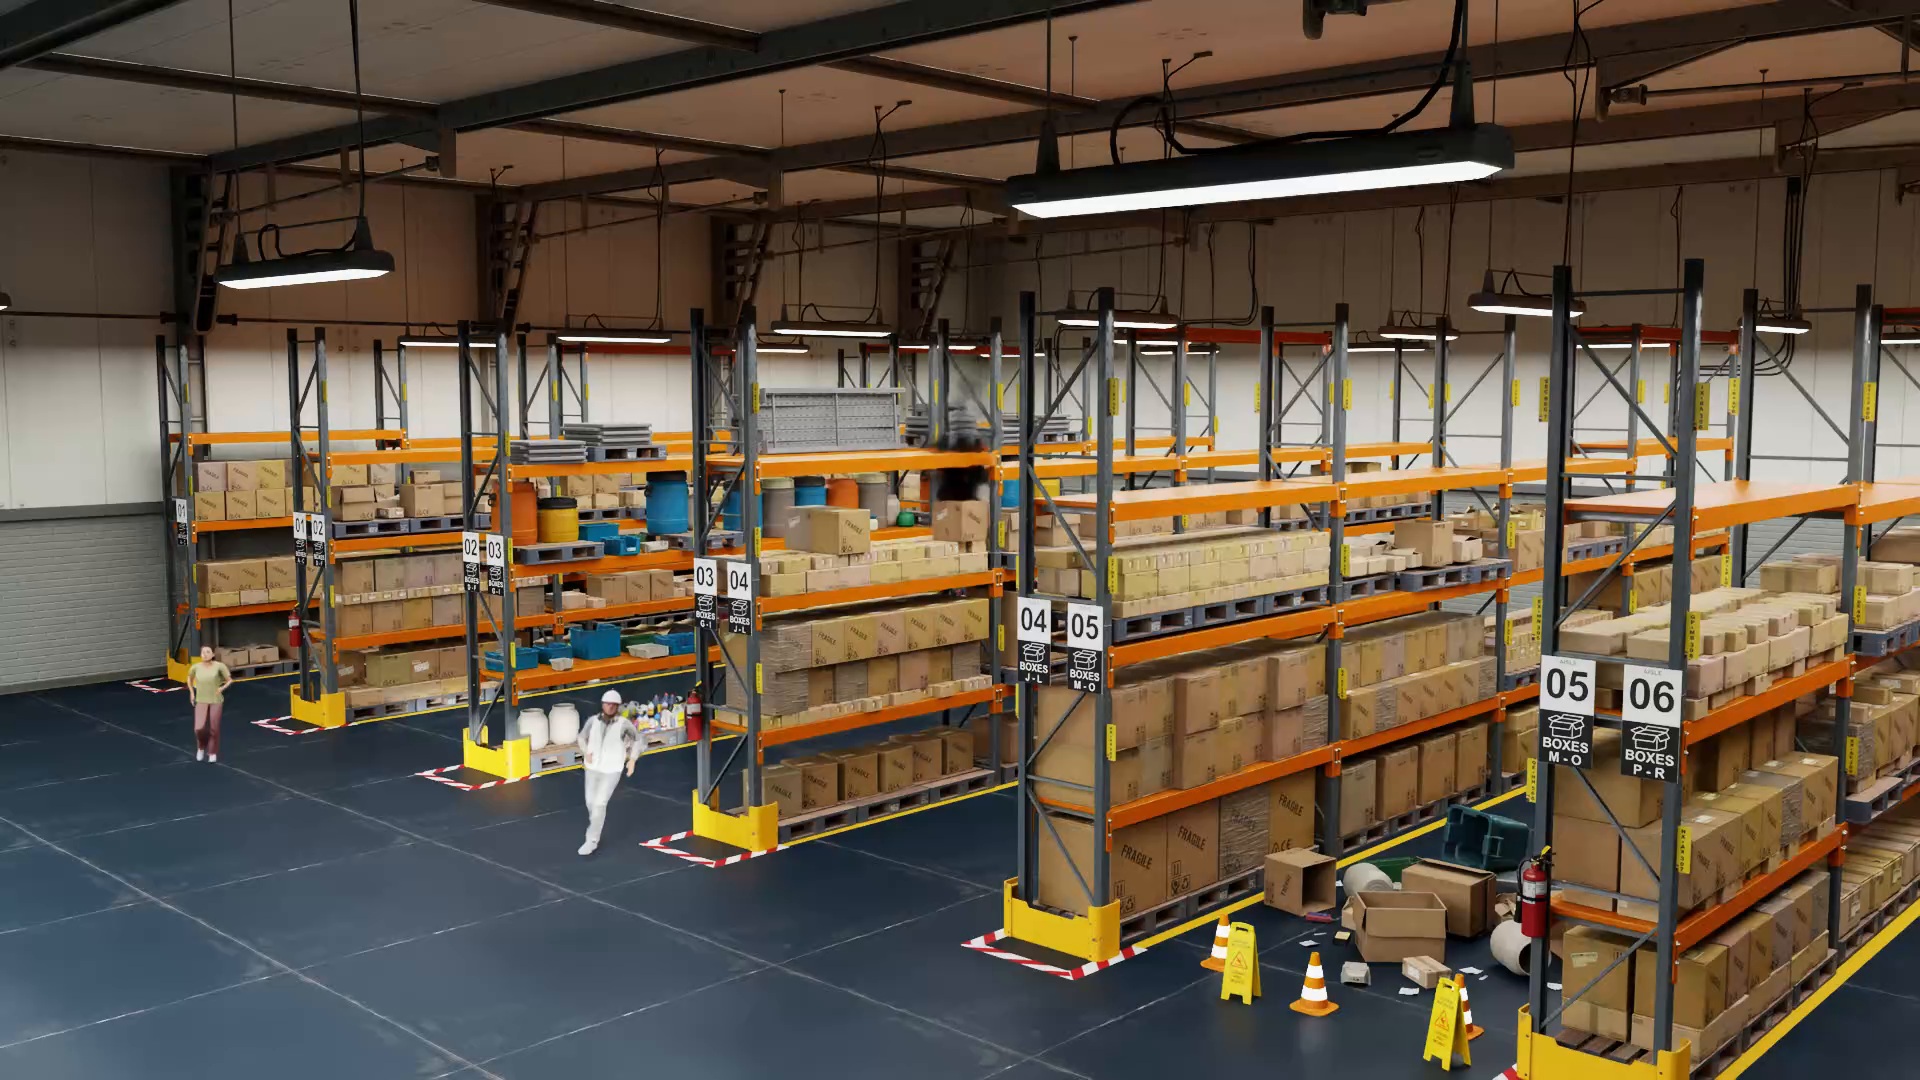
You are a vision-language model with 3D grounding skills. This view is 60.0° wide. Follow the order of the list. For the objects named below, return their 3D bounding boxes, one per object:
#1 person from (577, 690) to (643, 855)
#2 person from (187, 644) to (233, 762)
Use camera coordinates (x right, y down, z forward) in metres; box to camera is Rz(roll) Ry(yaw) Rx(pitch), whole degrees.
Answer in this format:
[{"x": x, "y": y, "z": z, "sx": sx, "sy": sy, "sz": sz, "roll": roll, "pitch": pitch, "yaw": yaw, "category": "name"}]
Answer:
[{"x": -3.924, "y": 2.542, "z": 18.528, "sx": 0.728, "sy": 1.760, "sz": 0.880, "roll": 1, "pitch": 5, "yaw": 7, "category": "person"}, {"x": -10.202, "y": 2.222, "z": 22.613, "sx": 0.584, "sy": 1.640, "sz": 0.573, "roll": -2, "pitch": 6, "yaw": -19, "category": "person"}]
